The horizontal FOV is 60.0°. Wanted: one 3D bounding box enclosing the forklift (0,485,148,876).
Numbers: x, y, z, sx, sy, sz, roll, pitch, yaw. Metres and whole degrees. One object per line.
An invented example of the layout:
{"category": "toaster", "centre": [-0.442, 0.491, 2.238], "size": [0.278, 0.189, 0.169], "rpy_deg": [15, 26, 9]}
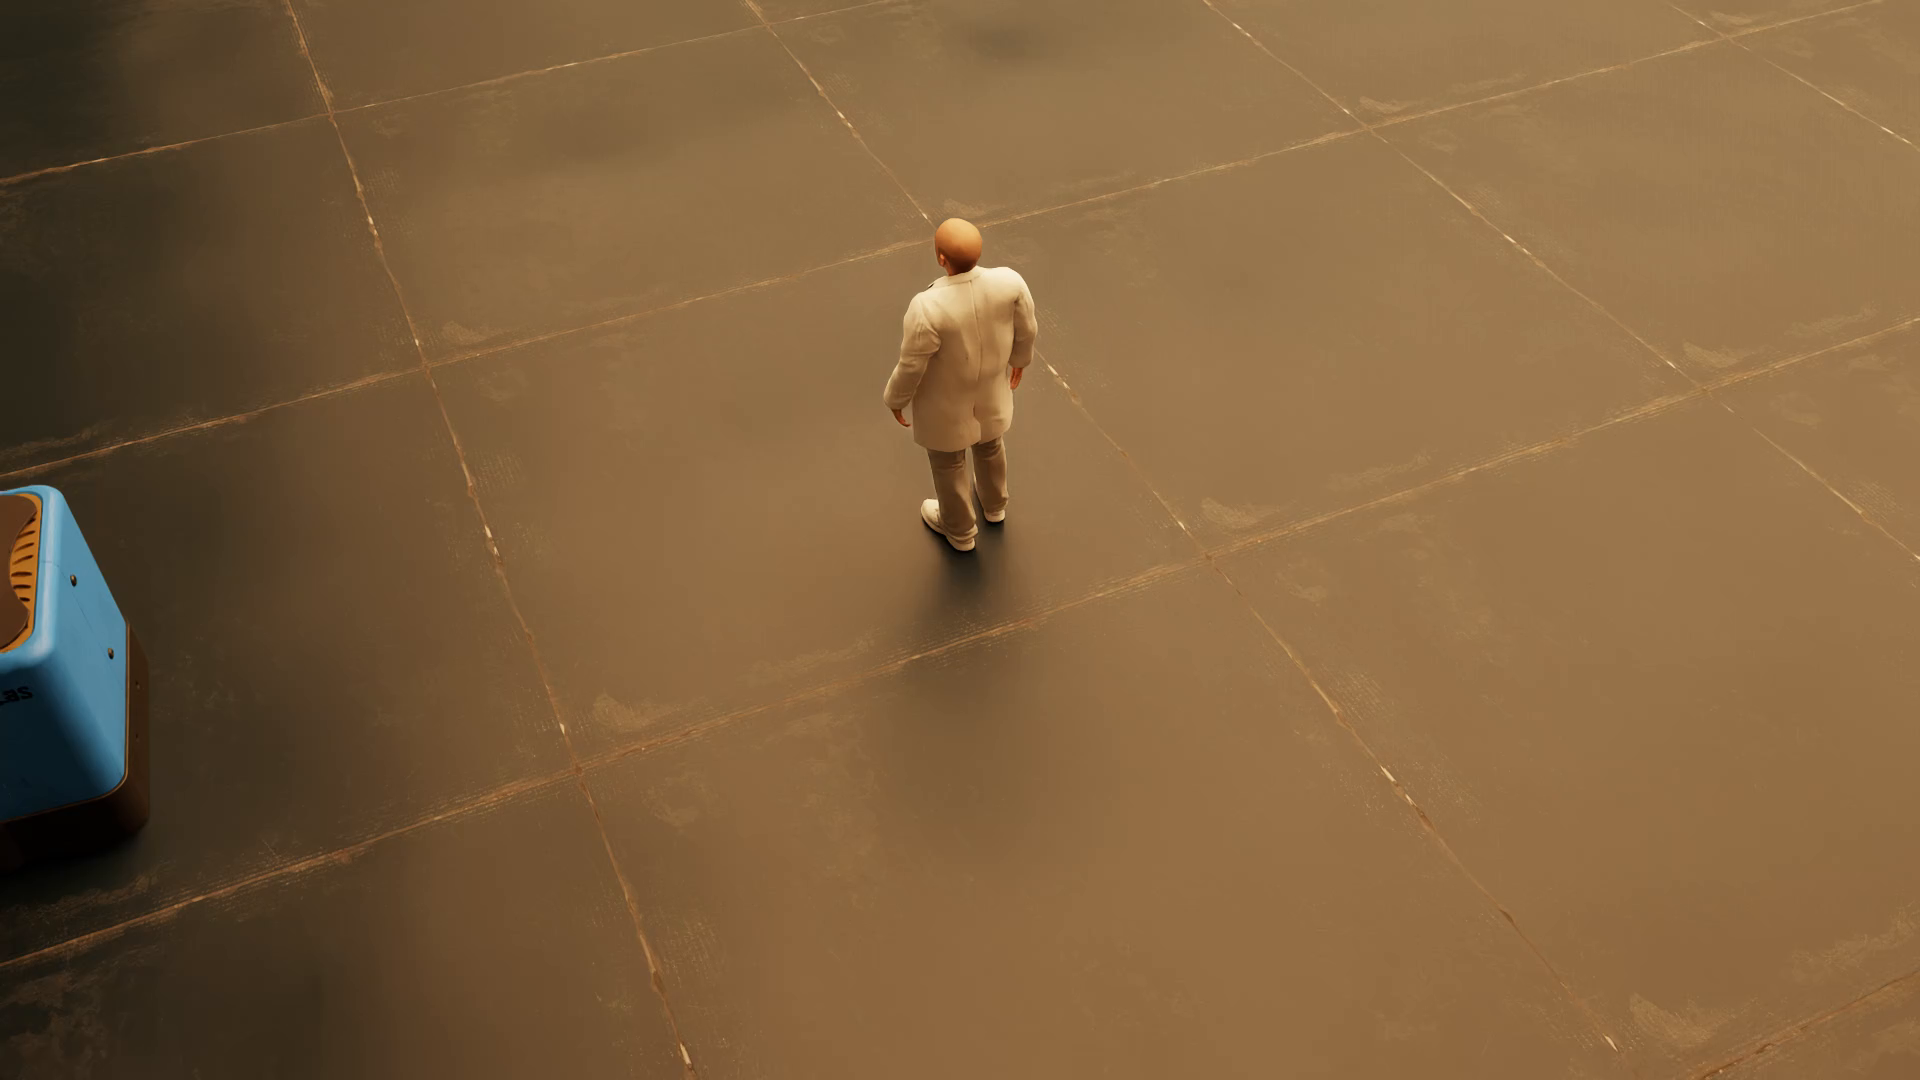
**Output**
{"category": "forklift", "centre": [-4.778, 0.128, 5.543], "size": [3.031, 2.935, 1.130], "rpy_deg": [-14, 45, -14]}

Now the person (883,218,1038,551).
{"category": "person", "centre": [-0.035, -0.713, 7.279], "size": [0.698, 1.778, 0.578], "rpy_deg": [-18, 46, -18]}
